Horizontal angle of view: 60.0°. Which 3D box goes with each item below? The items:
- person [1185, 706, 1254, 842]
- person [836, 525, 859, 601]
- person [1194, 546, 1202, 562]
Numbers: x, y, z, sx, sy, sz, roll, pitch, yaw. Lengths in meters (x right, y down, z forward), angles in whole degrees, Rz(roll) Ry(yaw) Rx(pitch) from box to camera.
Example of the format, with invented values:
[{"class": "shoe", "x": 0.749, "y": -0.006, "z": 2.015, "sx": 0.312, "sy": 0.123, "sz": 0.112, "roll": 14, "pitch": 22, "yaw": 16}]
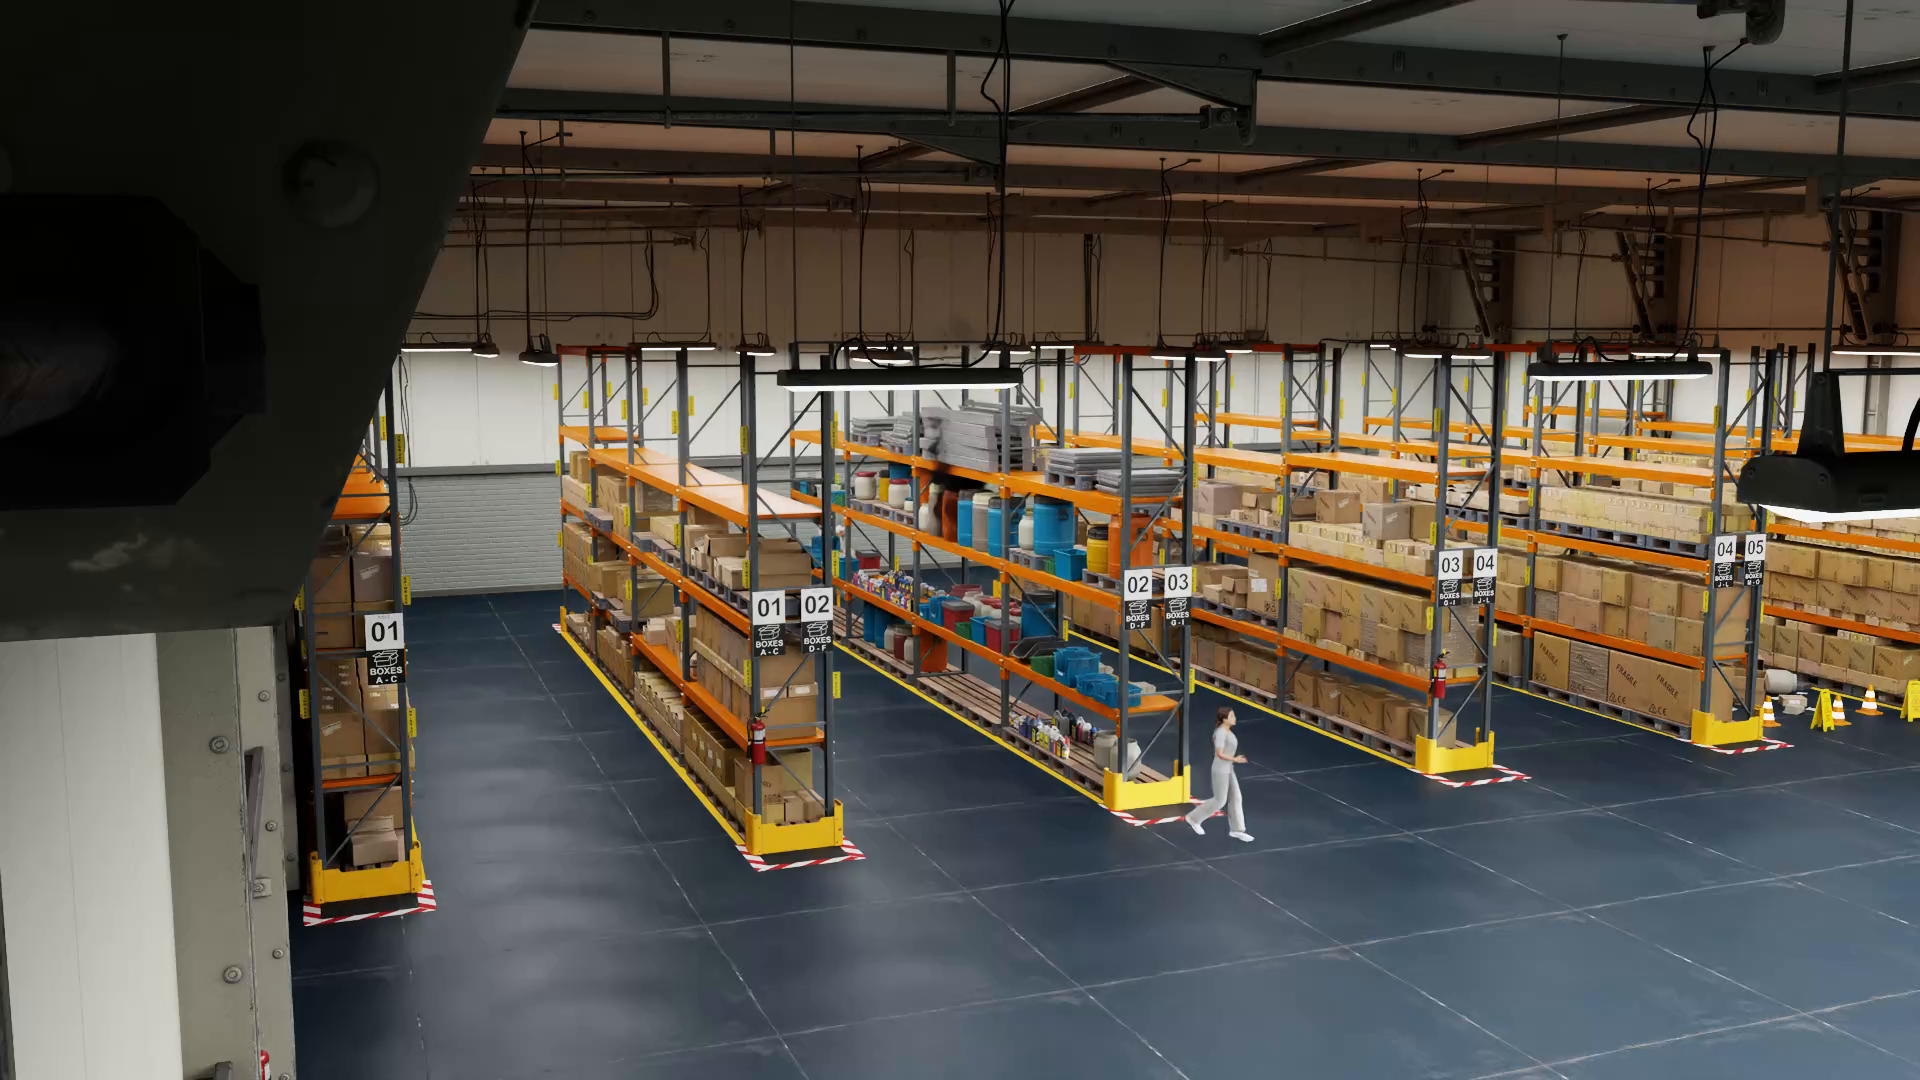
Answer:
[{"class": "person", "x": 3.239, "y": 2.889, "z": 20.650, "sx": 0.848, "sy": 1.687, "sz": 0.586, "roll": 2, "pitch": 8, "yaw": 18}, {"class": "person", "x": -2.762, "y": 0.548, "z": 38.643, "sx": 0.818, "sy": 1.806, "sz": 0.667, "roll": -1, "pitch": 7, "yaw": -7}, {"class": "person", "x": 5.913, "y": 0.228, "z": 41.421, "sx": 0.677, "sy": 1.730, "sz": 0.723, "roll": 0, "pitch": 7, "yaw": 1}]
